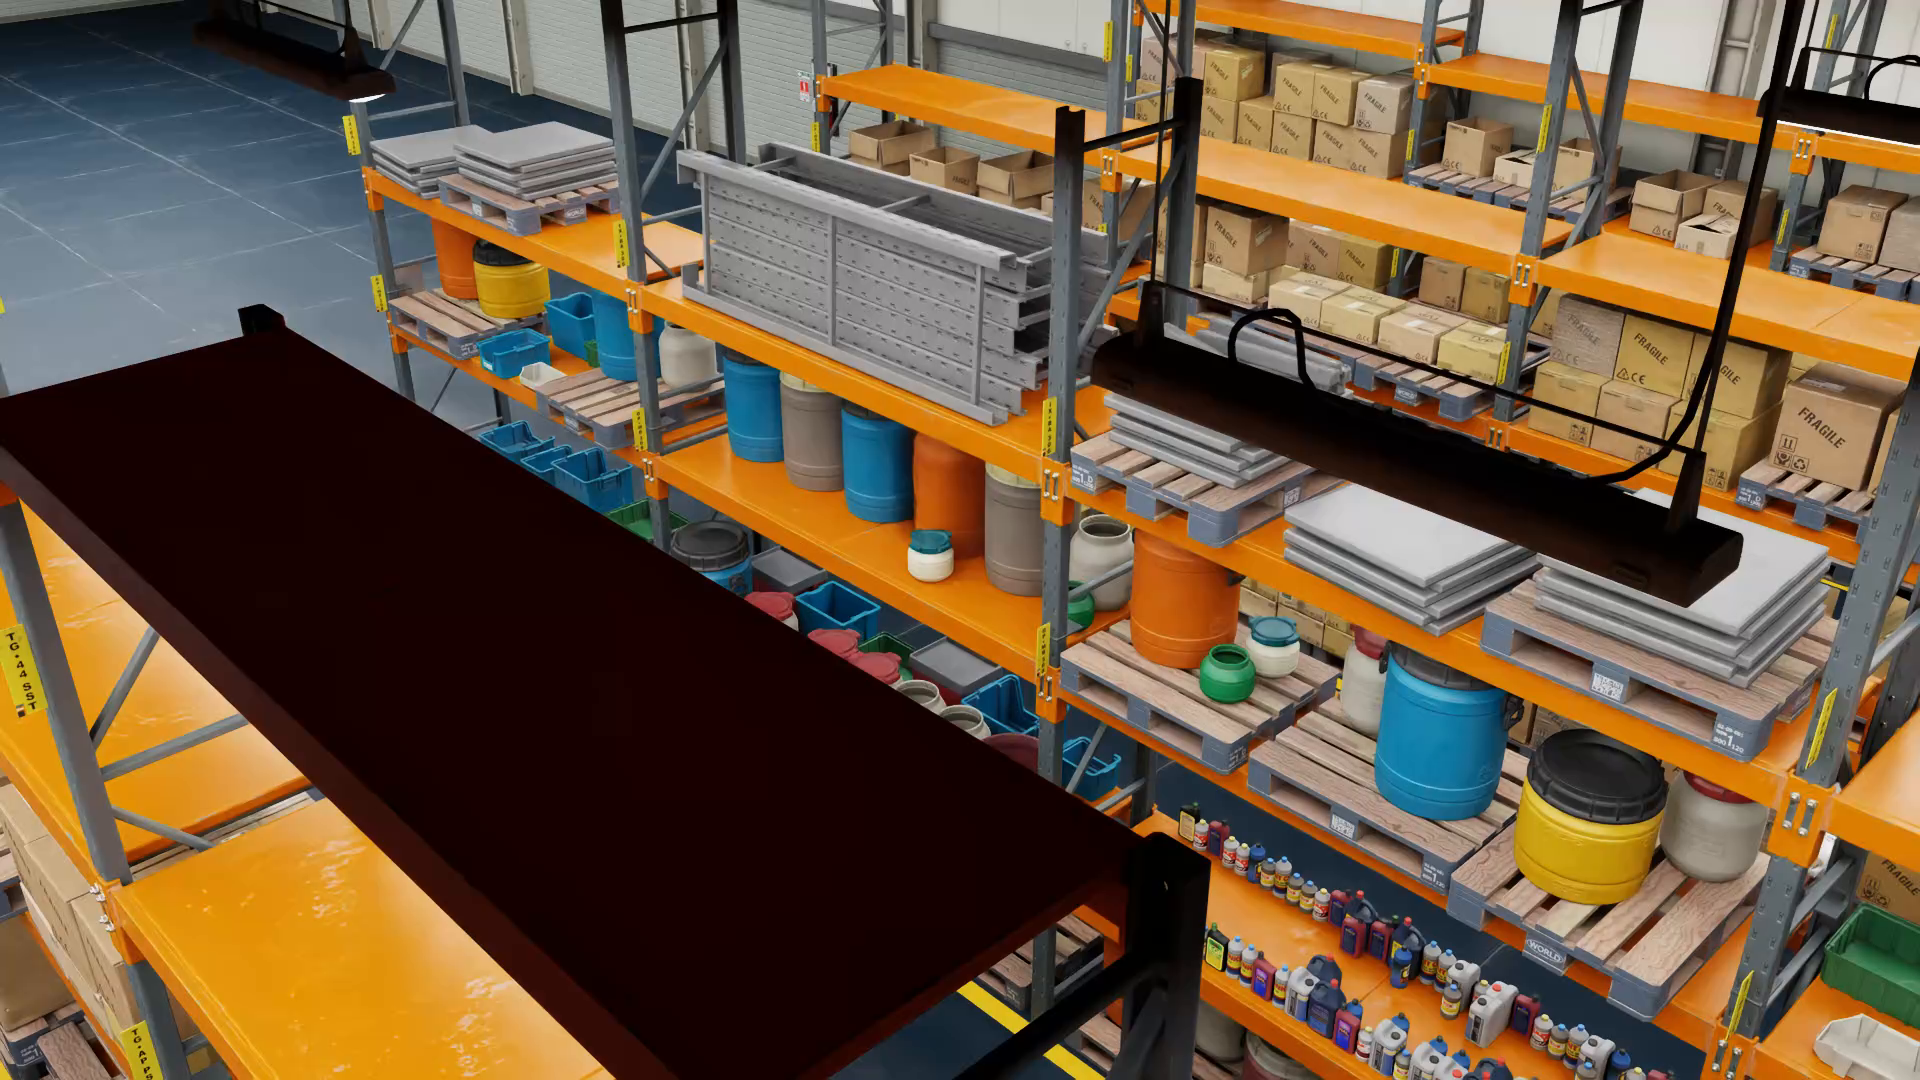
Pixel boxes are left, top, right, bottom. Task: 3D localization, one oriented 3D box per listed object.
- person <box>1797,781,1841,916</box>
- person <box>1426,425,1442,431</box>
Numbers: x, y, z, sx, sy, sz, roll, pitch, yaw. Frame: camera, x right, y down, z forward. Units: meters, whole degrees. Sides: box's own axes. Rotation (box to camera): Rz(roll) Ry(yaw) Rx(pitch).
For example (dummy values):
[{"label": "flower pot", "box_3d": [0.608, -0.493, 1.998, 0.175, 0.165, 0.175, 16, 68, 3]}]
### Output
[{"label": "person", "box_3d": [5.539, 2.285, 10.832, 1.033, 1.629, 0.509, 24, 37, 38]}, {"label": "person", "box_3d": [4.379, -0.405, 15.948, 0.967, 1.530, 0.434, 17, 33, 29]}]
